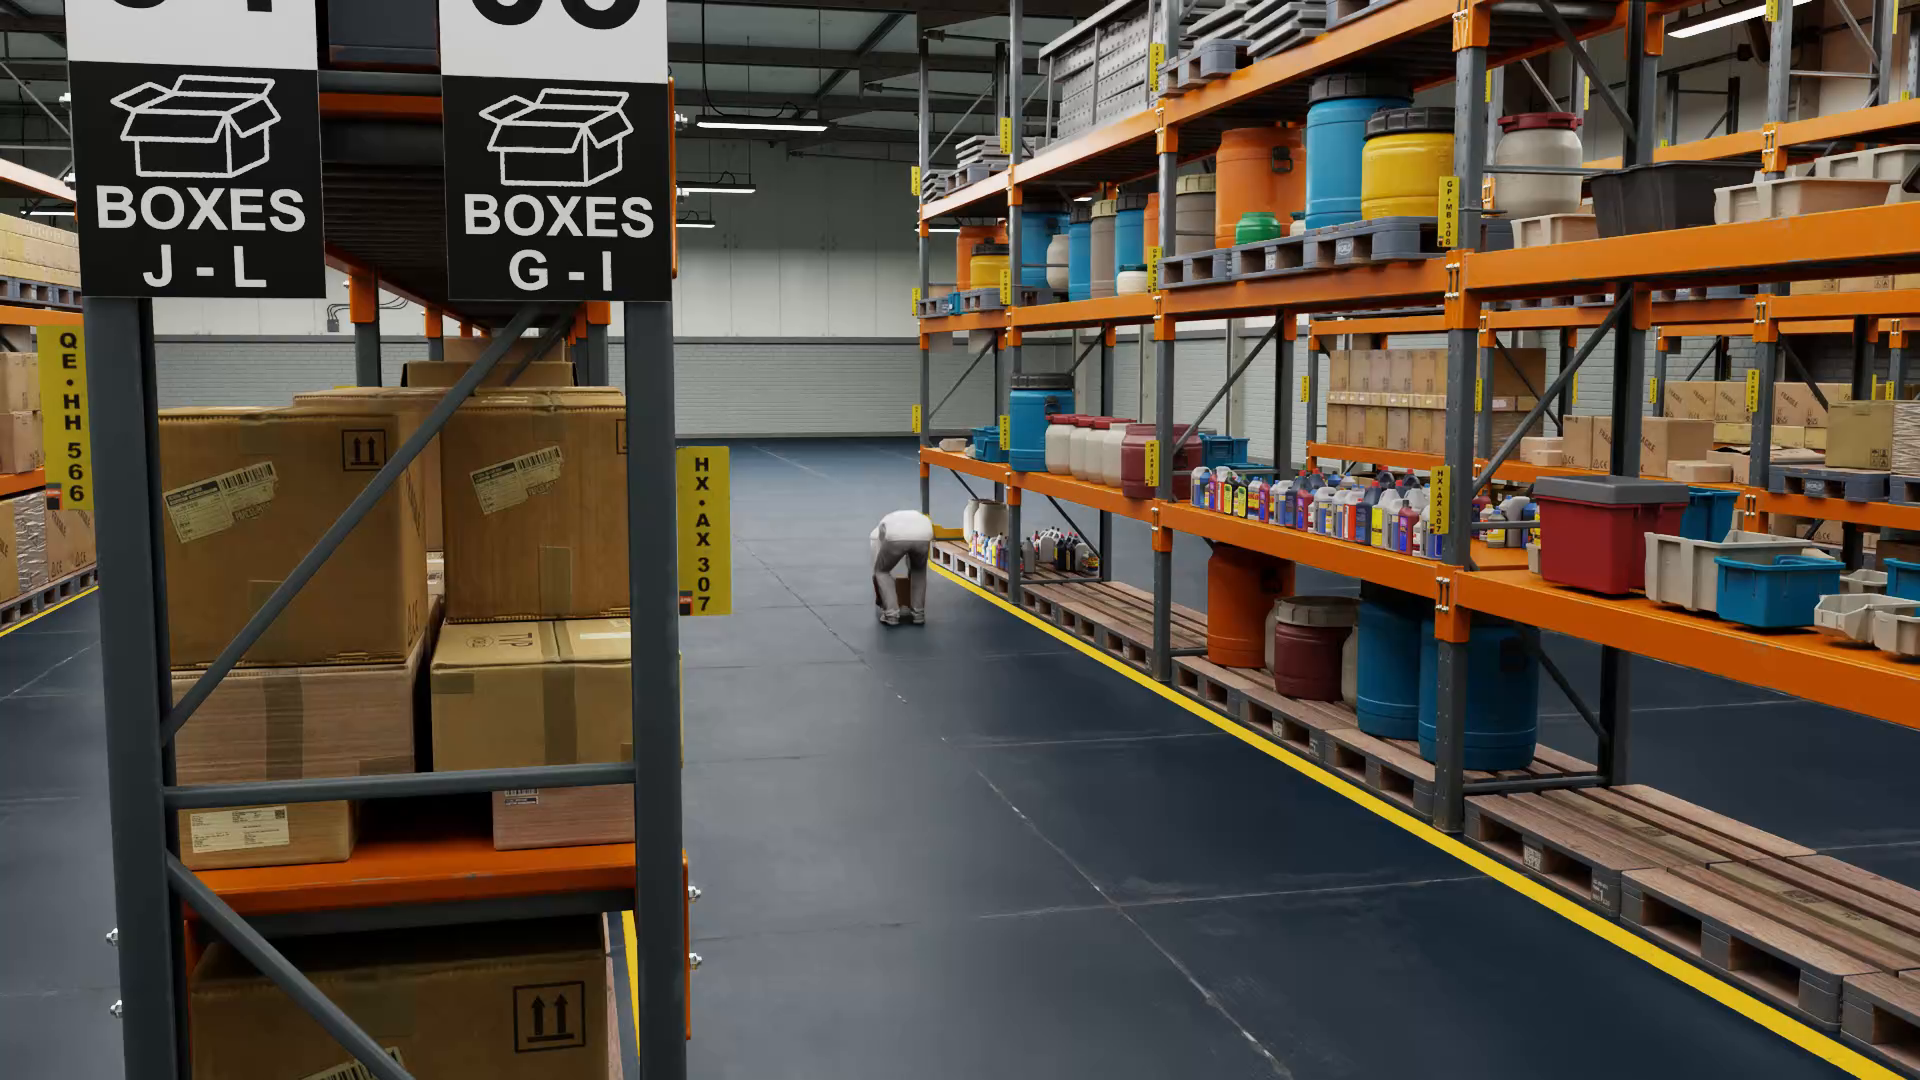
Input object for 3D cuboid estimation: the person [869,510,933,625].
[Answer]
[{"bbox_3d":[-0.547,0.216,14.888,0.490,1.006,0.976,-2,6,-17],"label":"person"}]
